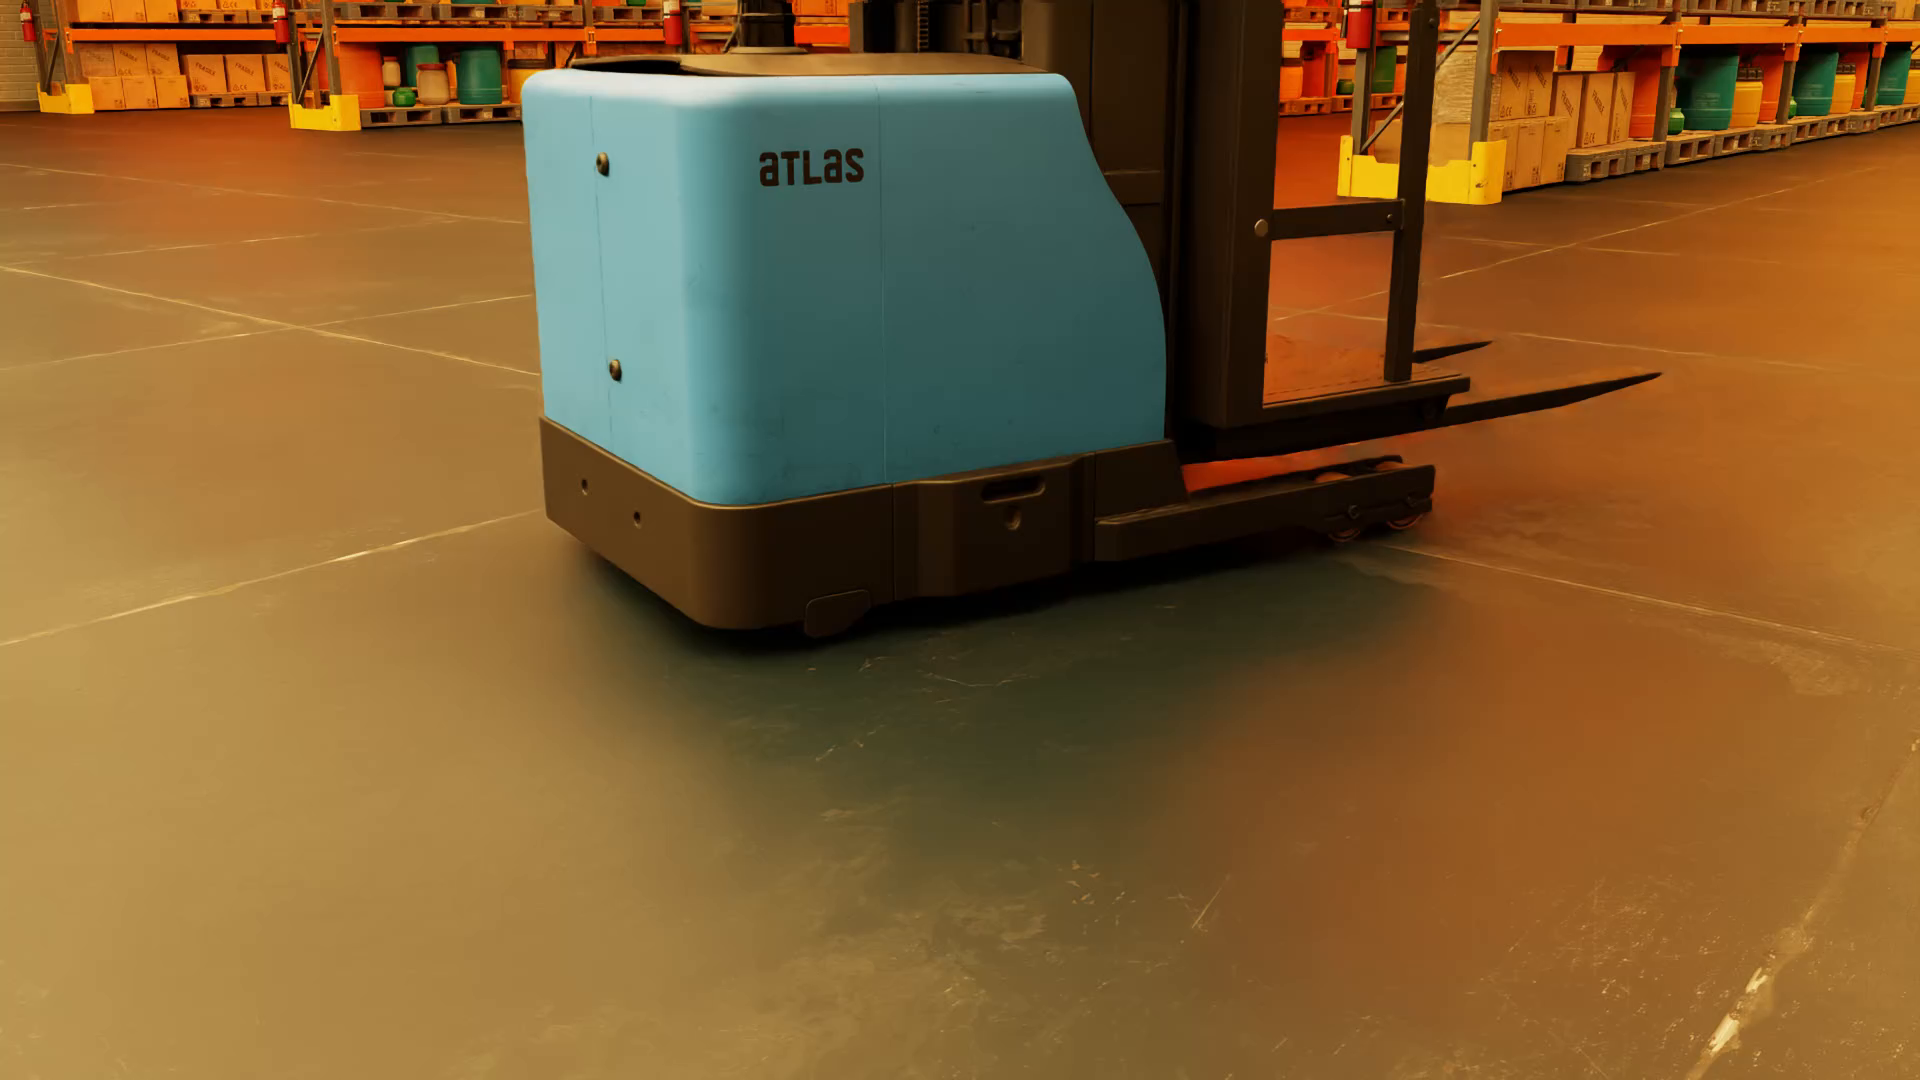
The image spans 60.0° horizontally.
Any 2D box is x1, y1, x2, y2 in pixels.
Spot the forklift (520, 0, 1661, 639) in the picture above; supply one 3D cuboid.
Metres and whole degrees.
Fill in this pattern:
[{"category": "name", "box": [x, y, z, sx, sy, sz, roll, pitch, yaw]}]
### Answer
[{"category": "forklift", "box": [0.549, -1.515, 3.887, 3.031, 2.935, 1.130, -10, 20, -31]}]
